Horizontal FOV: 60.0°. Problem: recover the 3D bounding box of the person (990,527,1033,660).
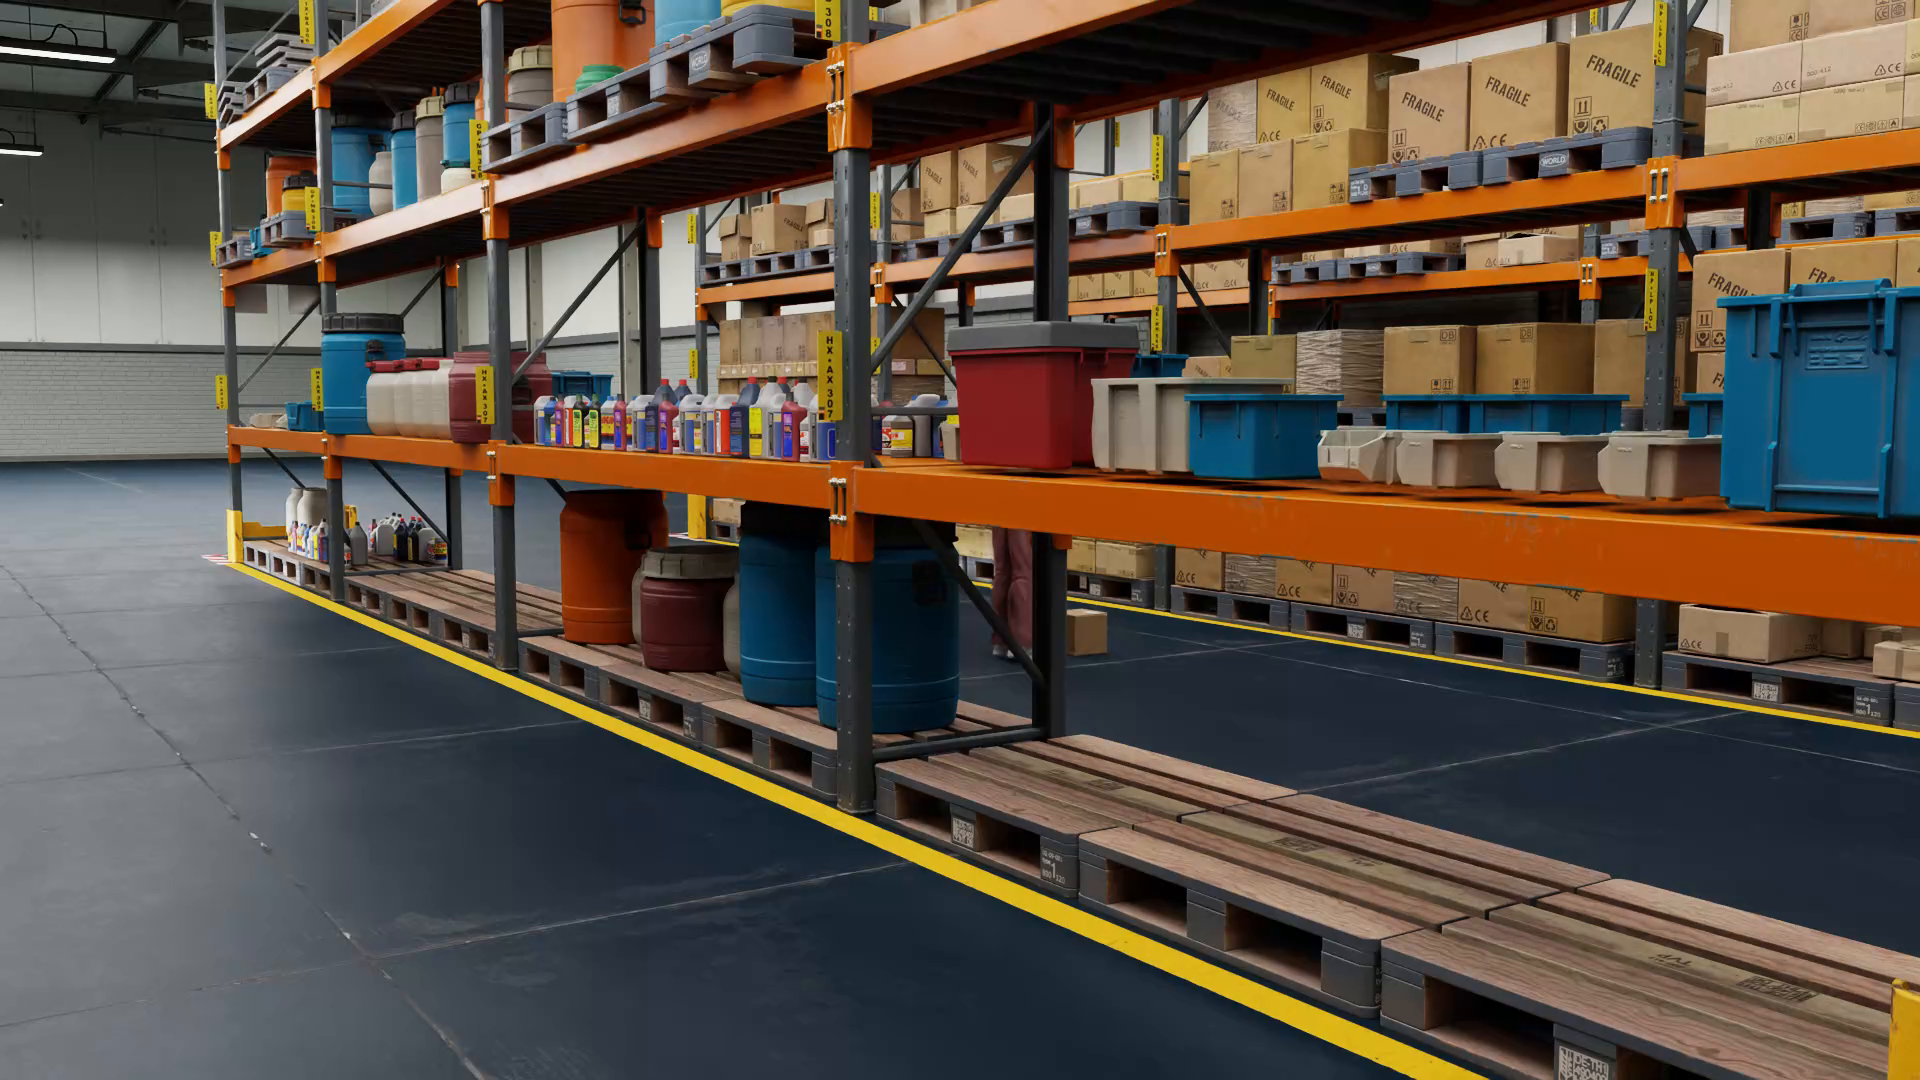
[{"bbox_3d":[0.327,-0.121,9.970,0.392,1.691,0.454,-3,6,-33],"label":"person"}]
